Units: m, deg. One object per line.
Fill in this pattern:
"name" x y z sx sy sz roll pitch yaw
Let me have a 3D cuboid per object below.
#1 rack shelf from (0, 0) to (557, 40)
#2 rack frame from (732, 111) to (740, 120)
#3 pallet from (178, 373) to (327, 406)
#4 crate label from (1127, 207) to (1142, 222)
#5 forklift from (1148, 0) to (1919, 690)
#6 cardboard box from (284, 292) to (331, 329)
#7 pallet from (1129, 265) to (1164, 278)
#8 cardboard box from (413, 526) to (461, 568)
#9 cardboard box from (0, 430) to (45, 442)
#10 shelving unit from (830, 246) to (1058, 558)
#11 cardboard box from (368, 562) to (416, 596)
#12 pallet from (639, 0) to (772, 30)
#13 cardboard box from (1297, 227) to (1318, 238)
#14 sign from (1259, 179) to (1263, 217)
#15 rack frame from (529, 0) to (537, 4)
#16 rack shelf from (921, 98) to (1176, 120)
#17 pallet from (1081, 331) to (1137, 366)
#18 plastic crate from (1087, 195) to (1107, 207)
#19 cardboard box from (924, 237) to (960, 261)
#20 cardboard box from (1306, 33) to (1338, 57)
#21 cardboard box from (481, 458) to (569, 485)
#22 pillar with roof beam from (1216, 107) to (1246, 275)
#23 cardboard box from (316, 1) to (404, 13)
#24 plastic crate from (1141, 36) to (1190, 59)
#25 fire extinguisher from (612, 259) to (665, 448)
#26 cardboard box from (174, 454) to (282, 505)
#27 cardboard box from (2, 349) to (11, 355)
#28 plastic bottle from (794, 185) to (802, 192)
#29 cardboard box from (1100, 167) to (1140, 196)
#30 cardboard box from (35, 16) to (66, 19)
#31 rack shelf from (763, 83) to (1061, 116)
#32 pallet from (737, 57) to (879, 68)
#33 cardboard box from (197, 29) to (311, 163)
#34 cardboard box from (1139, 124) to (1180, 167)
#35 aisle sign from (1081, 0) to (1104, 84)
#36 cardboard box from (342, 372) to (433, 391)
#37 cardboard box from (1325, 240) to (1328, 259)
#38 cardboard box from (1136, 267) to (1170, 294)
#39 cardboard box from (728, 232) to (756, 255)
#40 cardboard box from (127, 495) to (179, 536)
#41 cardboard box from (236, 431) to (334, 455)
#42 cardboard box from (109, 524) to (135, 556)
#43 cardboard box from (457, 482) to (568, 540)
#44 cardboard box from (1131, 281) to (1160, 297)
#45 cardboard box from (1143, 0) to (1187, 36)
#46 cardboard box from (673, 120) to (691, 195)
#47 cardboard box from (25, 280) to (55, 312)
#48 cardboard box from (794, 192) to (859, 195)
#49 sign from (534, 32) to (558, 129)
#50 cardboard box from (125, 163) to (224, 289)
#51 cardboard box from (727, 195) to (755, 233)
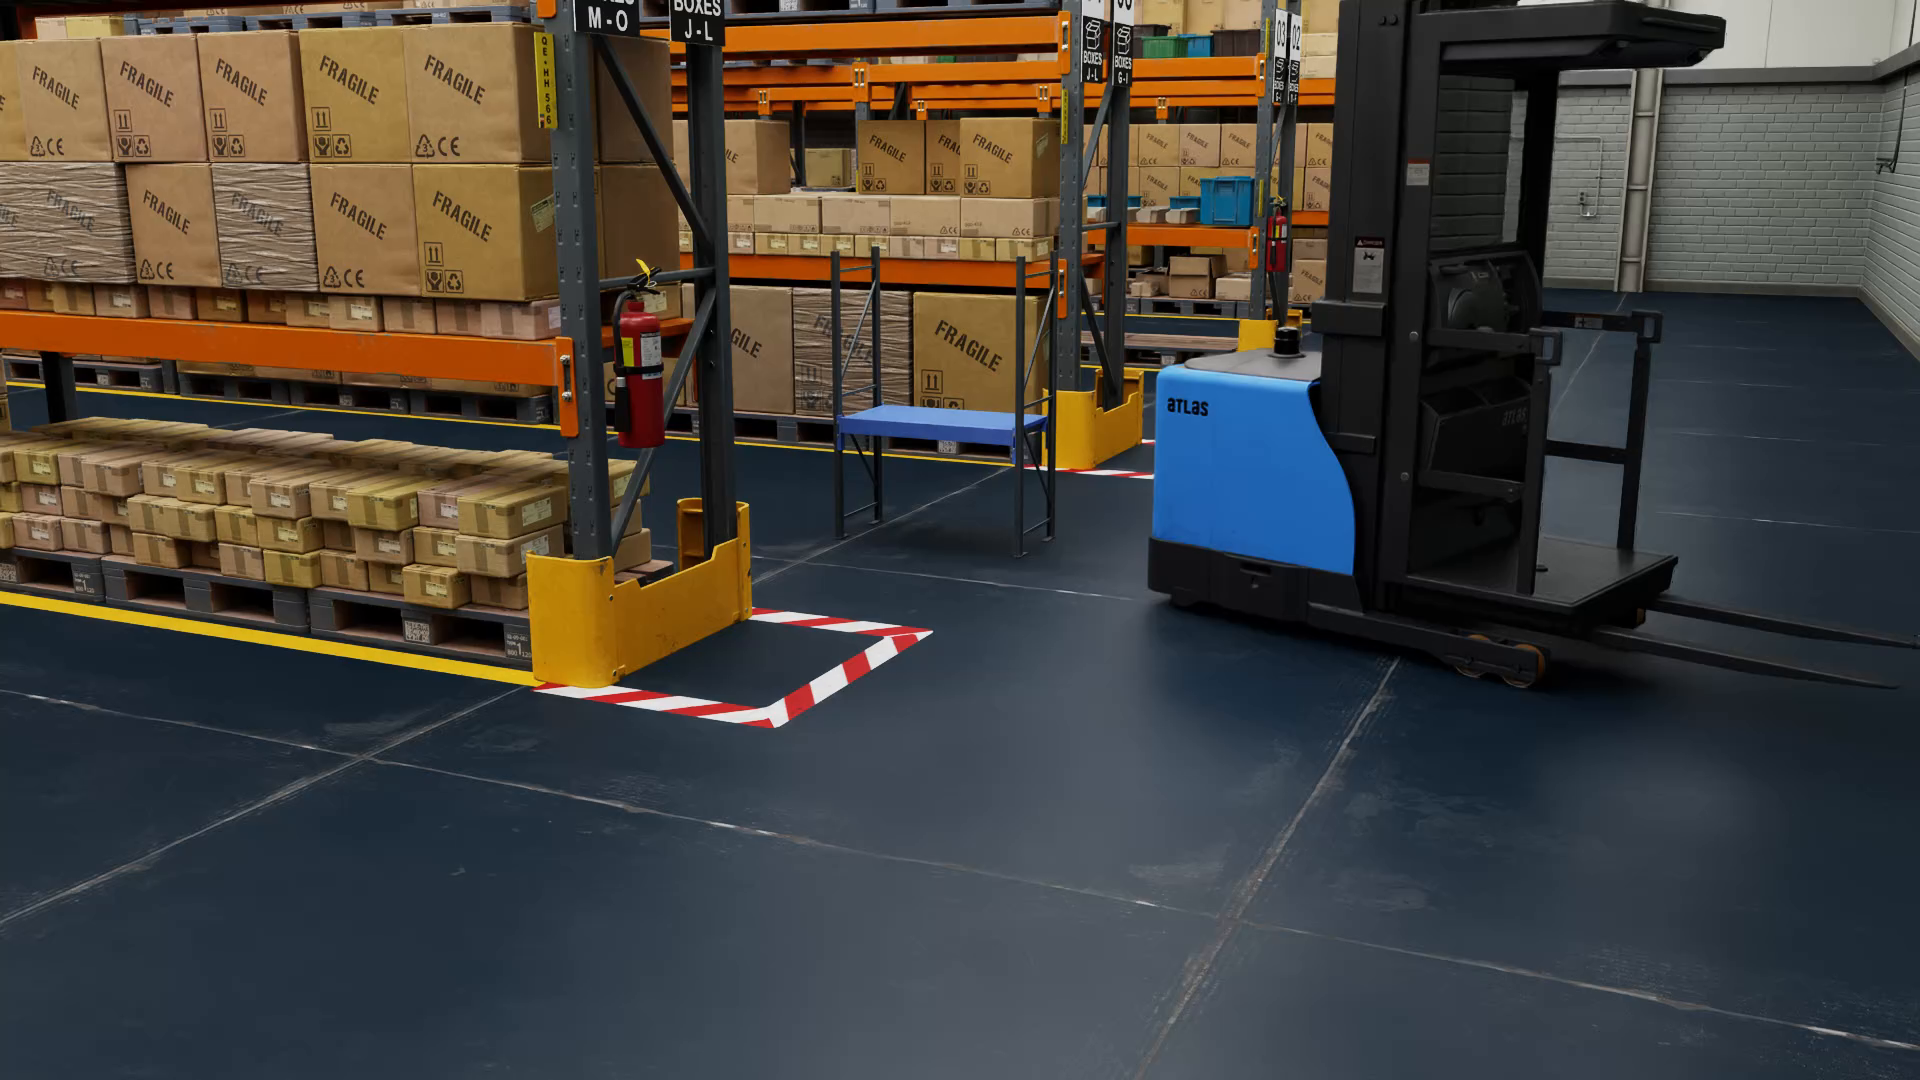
"rack shelf" -3.048 -2.314 7.060 4.000 0.370 1.077 6 14 23
"rack frame" -4.071 -6.260 28.866 0.127 3.000 1.000 6 14 23
"pallet" -5.742 -1.340 14.002 1.213 0.211 1.003 6 14 23
"crate label" 1.545 -3.069 15.715 0.243 0.136 0.396 6 14 23
"forklift" 2.279 -0.997 6.587 3.031 2.935 1.130 12 18 41
"cardboard box" -2.552 -0.968 6.865 0.250 0.149 0.380 5 14 21
"pallet" 2.507 -4.218 26.267 1.213 0.211 1.003 6 14 23
"cardboard box" -2.035 -0.005 6.881 0.250 0.149 0.380 5 14 22
"cardboard box" -4.646 -0.420 7.999 0.250 0.149 0.380 6 15 26
"shelving unit" -0.078 -0.738 8.617 1.048 1.500 0.538 6 14 23
"cardboard box" -2.268 0.114 7.024 0.250 0.149 0.380 6 14 23
"pallet" -2.032 -3.755 11.820 1.213 0.211 1.003 6 14 23
"cardboard box" 5.255 -4.644 25.112 0.250 0.149 0.380 6 14 24
"sign" 2.680 -3.043 14.801 0.005 0.325 0.100 6 14 23
"rack frame" -2.775 -5.337 11.799 0.127 3.000 1.000 6 14 23
"rack shelf" 1.415 -6.815 26.240 4.000 0.370 1.077 6 14 23
"pallet" 1.038 -1.920 16.477 1.213 0.211 1.003 6 14 23
"plastic crate" 1.317 -3.269 16.356 0.300 0.233 0.416 6 14 23
"cardboard box" -0.046 -1.935 10.985 0.250 0.149 0.380 6 14 23
"cardboard box" 4.325 -5.740 19.317 0.500 0.250 0.500 6 14 23
"cardboard box" -1.862 -0.245 7.252 0.250 0.149 0.380 6 15 24
"pillar with roof beam" 2.490 -7.657 21.688 0.400 9.000 9.100 6 14 23
"cardboard box" -4.556 -4.317 12.873 0.637 0.503 0.797 6 14 22
"plastic crate" 1.870 -4.469 15.132 0.336 0.188 0.450 6 14 23
"fire extinguisher" -1.176 -0.680 6.073 0.183 0.674 0.296 6 14 23
"cardboard box" -3.227 -0.270 7.360 0.250 0.149 0.380 6 14 24
"cardboard box" -8.597 -1.992 15.188 0.500 0.500 0.700 4 14 18
"plastic bottle" -1.684 -3.473 17.098 0.185 0.351 0.144 6 14 23
"cardboard box" 2.065 -4.383 20.647 0.500 0.500 0.500 6 15 24
"cardboard box" -7.443 -4.576 13.809 0.500 0.500 0.500 6 14 23
"rack shelf" -0.588 -5.780 21.829 4.000 0.370 1.077 6 14 23
"pallet" -1.526 -4.871 16.794 1.003 0.211 1.213 6 14 23
"cardboard box" -2.681 -1.783 6.728 0.500 0.500 0.500 7 15 26
"cardboard box" 2.499 -4.822 20.333 0.500 0.500 0.500 5 14 22
"aisle sign" 0.826 -3.242 10.315 0.004 0.787 0.394 6 14 23
"cardboard box" -4.186 -1.723 13.265 0.875 0.875 1.225 5 14 21
"cardboard box" 5.763 -4.227 24.756 0.500 0.500 0.700 6 14 23
"cardboard box" 2.562 -3.327 21.290 0.500 0.311 0.500 6 14 23
"cardboard box" -1.454 -2.077 11.590 0.250 0.149 0.380 6 14 24
"cardboard box" -3.477 -0.138 7.447 0.250 0.149 0.380 6 14 23
"cardboard box" -3.224 -0.412 7.962 0.250 0.149 0.380 5 14 21
"cardboard box" -3.670 -0.038 7.670 0.250 0.149 0.380 5 14 21
"cardboard box" -1.806 -0.121 6.725 0.250 0.149 0.380 6 14 24
"cardboard box" 2.331 -3.158 20.884 0.250 0.166 0.380 6 14 23
"cardboard box" 2.560 -6.323 20.160 0.500 0.500 0.700 6 14 23
"cardboard box" -1.994 -2.708 11.764 0.500 0.500 0.500 6 14 23
"cardboard box" -3.973 -1.124 7.529 0.250 0.149 0.380 5 14 21
"cardboard box" -0.863 -2.360 11.921 0.500 0.250 0.500 5 14 22
"sign" -1.463 -1.623 5.878 0.005 0.325 0.100 6 14 23
"cardboard box" -3.123 -1.342 7.040 0.500 0.500 0.500 7 15 26
"cardboard box" -1.523 -2.296 11.649 0.500 0.250 0.500 6 15 25
